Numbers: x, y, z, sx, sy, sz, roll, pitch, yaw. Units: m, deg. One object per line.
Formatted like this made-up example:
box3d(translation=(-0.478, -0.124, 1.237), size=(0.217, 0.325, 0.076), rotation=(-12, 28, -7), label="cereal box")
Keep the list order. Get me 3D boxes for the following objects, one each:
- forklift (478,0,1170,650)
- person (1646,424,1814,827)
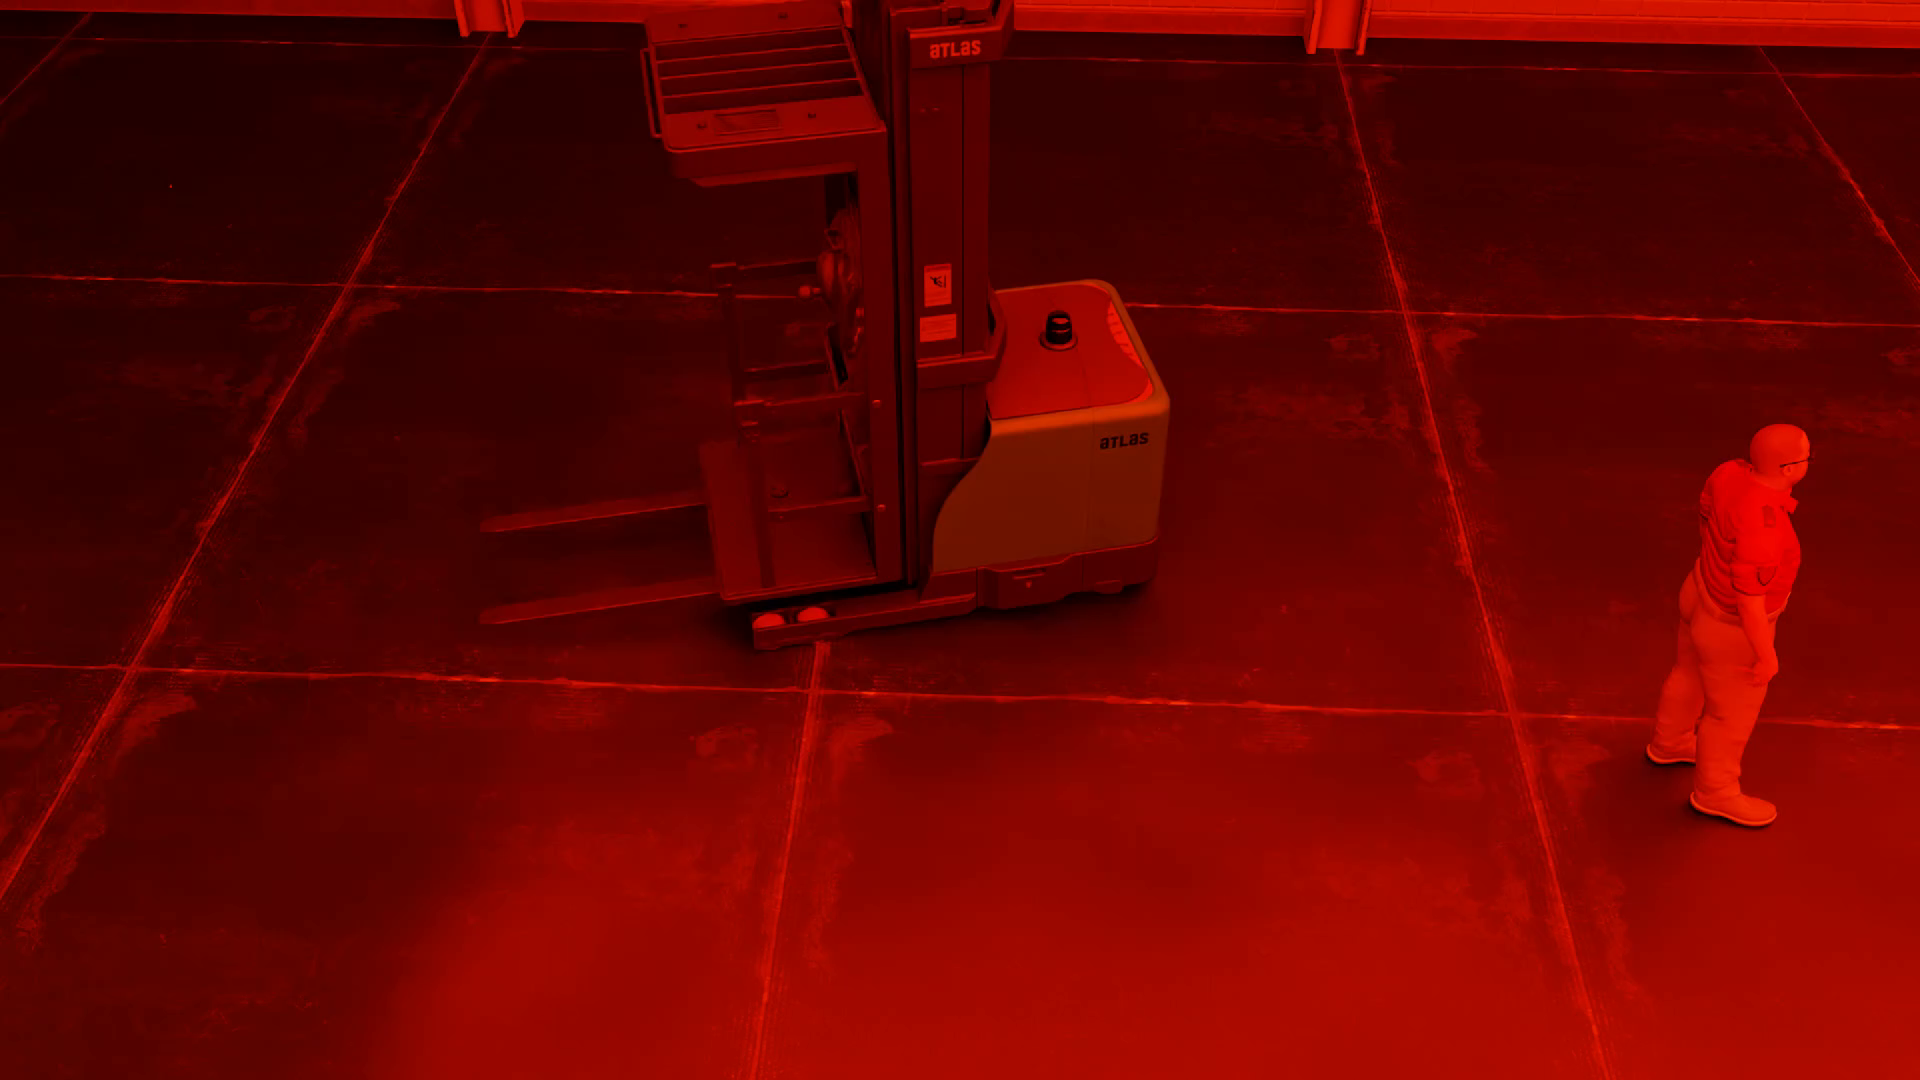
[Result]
box3d(translation=(-0.667, -0.984, 6.820), size=(3.031, 2.935, 1.130), rotation=(-8, 43, -9), label="forklift")
box3d(translation=(3.010, 0.290, 6.304), size=(0.550, 1.728, 0.641), rotation=(2, 42, 2), label="person")
